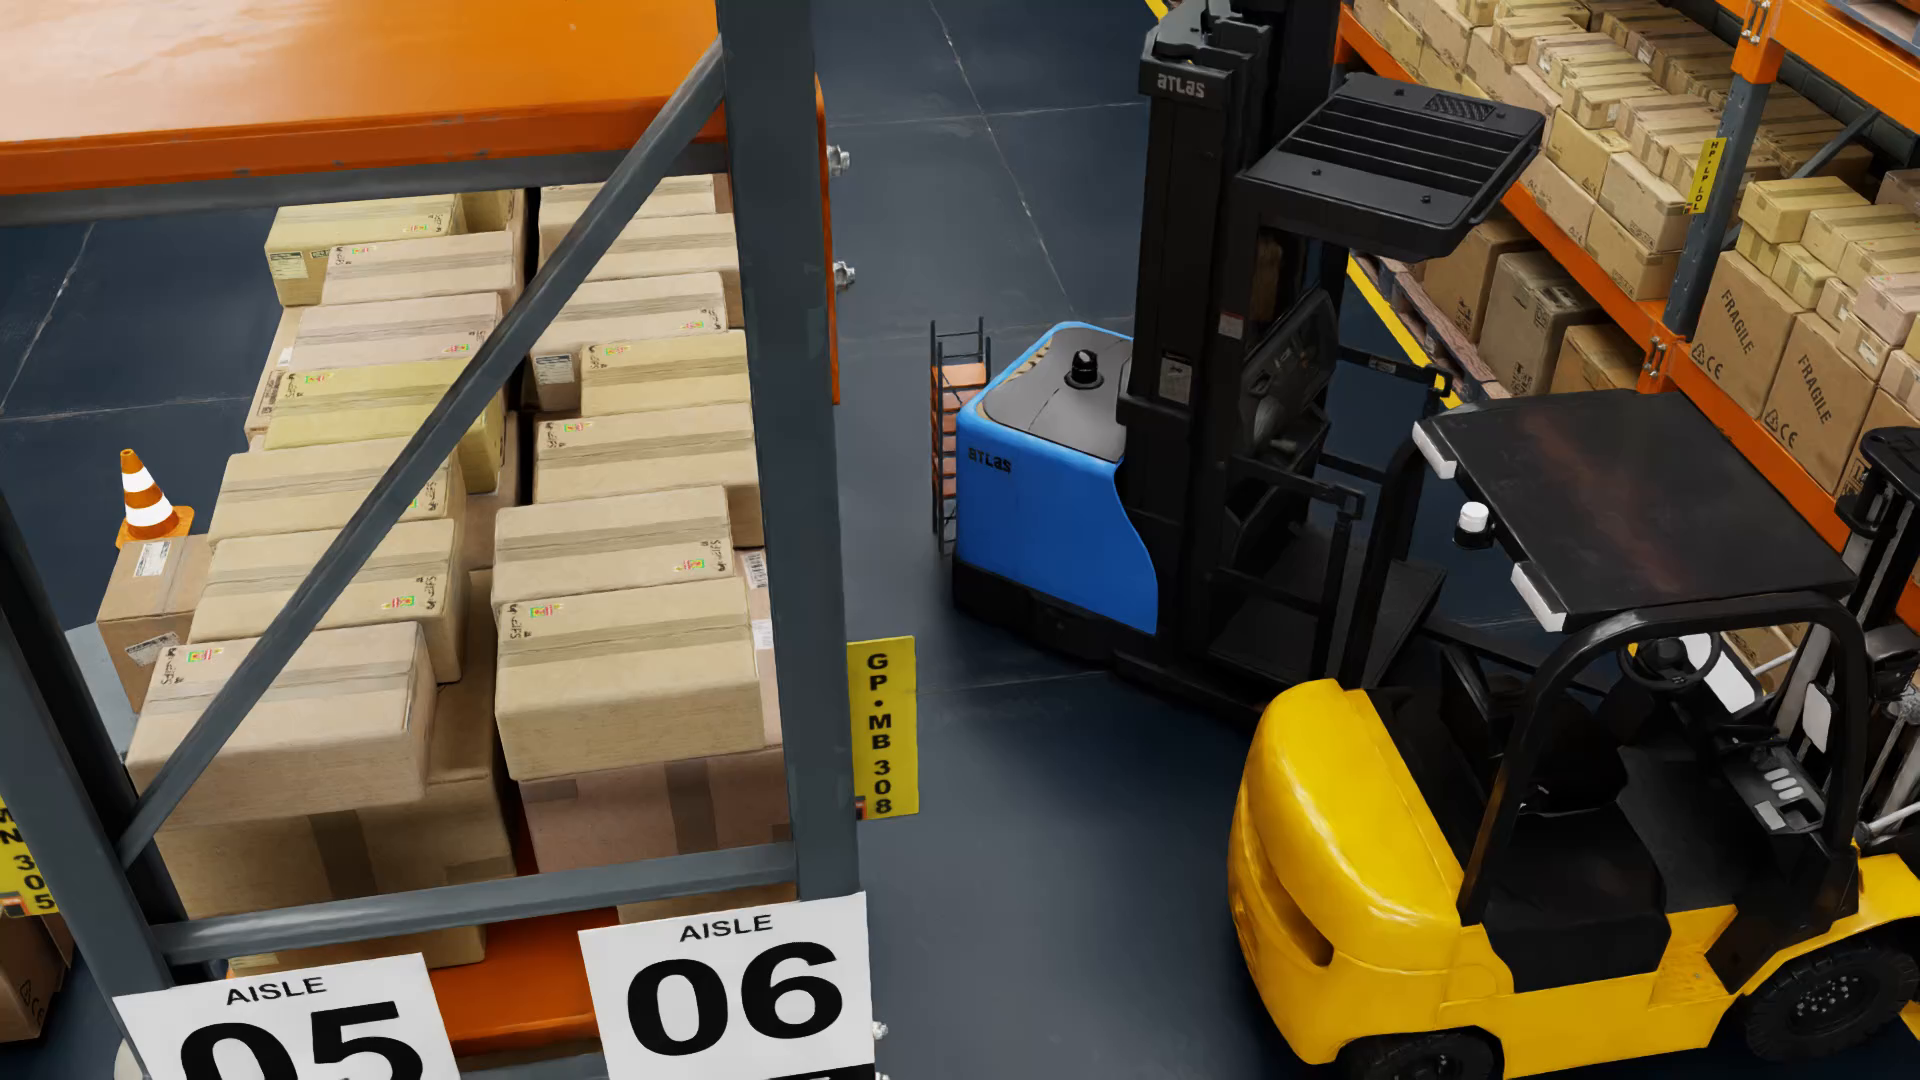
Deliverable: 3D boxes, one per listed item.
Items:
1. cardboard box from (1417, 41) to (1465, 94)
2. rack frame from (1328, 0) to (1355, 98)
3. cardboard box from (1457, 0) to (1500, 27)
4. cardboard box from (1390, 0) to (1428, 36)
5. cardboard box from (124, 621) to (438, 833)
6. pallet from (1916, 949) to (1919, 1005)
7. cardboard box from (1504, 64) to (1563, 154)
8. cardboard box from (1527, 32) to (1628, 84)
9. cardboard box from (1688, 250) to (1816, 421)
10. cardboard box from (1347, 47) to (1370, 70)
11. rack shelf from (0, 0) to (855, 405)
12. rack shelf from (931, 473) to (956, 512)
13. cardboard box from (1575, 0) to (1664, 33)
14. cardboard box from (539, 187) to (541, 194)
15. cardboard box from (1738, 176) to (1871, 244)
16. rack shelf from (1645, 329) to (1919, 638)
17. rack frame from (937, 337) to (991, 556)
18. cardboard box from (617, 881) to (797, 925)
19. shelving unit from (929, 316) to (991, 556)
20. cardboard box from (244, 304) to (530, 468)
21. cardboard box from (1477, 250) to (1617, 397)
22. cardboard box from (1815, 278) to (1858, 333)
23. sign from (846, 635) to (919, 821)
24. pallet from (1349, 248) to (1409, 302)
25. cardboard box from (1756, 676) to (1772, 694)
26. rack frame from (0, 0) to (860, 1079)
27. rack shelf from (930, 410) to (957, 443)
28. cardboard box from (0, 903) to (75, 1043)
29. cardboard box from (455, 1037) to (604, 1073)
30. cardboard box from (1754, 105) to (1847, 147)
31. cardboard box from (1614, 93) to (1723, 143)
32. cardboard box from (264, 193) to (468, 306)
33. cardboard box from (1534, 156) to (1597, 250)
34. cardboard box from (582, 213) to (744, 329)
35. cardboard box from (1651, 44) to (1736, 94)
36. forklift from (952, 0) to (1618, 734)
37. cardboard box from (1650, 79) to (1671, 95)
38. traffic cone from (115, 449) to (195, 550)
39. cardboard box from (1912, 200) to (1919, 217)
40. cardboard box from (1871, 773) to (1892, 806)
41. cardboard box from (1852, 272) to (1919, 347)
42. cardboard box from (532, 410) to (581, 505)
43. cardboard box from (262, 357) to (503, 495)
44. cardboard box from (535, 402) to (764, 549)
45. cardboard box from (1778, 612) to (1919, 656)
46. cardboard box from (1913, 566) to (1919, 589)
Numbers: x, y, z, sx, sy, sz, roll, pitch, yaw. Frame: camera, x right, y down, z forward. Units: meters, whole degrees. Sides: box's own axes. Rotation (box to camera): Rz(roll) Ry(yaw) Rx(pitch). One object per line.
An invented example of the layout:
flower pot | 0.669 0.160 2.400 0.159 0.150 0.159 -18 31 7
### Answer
cardboard box | 2.860 -2.555 9.116 0.500 0.250 0.500 -7 38 -9
rack frame | 2.842 -3.523 10.240 1.000 3.000 0.127 -6 38 -8
cardboard box | 2.845 -2.816 8.720 0.380 0.149 0.250 -5 38 -7
cardboard box | 2.766 -3.065 9.364 0.500 0.250 0.500 -5 38 -7
cardboard box | -0.991 0.272 2.465 0.380 0.149 0.250 -6 38 -8
pallet | 3.859 1.217 6.411 1.003 0.211 1.213 -6 38 -8
cardboard box | 3.025 -2.134 8.166 0.500 0.250 0.500 -6 38 -7
cardboard box | 3.012 -2.354 8.125 0.380 0.149 0.250 -6 38 -8
cardboard box | 3.364 -0.851 6.718 0.500 0.500 0.500 -7 38 -9
cardboard box | 2.506 -3.229 11.028 0.380 0.149 0.250 -8 39 -10
rack shelf | -0.992 -1.447 3.266 1.077 0.370 4.000 -6 38 -8
rack shelf | 0.003 -0.240 7.945 0.258 0.103 0.180 -6 38 -8
cardboard box | 3.387 -2.719 8.595 0.380 0.149 0.250 -5 38 -7
cardboard box | -0.835 -0.962 4.378 0.500 0.250 0.500 -7 38 -9
cardboard box | 3.307 -1.296 6.520 0.380 0.149 0.250 -5 38 -7
rack shelf | 3.894 0.385 5.796 1.077 0.370 4.000 -6 38 -8
rack frame | 0.019 -0.410 7.699 0.240 1.200 0.006 -6 38 -8
cardboard box | -0.380 0.524 2.790 0.380 0.149 0.250 -6 38 -8
shelving unit | 0.003 -0.465 7.771 0.258 1.200 0.189 -6 38 -8
cardboard box | -1.179 -0.295 3.519 0.500 0.250 0.500 -5 38 -7
cardboard box | 3.313 -1.119 8.738 0.875 0.625 0.625 -7 38 -8
cardboard box | 3.461 -0.872 6.217 0.380 0.149 0.250 -6 38 -8
sign | -0.107 0.257 2.217 0.100 0.325 0.005 -6 38 -8
pallet | 2.948 -1.921 10.450 1.003 0.211 1.213 -6 38 -8
cardboard box | 3.512 0.754 6.633 0.500 0.250 0.500 -6 38 -7
rack frame | -0.641 -0.524 1.490 1.000 3.000 0.127 -6 38 -8
rack shelf | 0.003 -0.525 7.724 0.258 0.103 0.180 -6 38 -8
cardboard box | -3.614 1.424 5.796 0.797 0.637 0.503 -6 38 -8
cardboard box | -0.946 1.008 3.269 0.700 0.500 0.500 -7 38 -9
cardboard box | 3.698 -1.806 7.419 0.380 0.149 0.250 -7 38 -9
cardboard box | 3.211 -1.893 7.531 0.380 0.149 0.250 -6 38 -8
cardboard box | -1.293 -0.651 3.652 0.380 0.149 0.250 -5 38 -7
cardboard box | 3.104 -1.627 7.922 0.500 0.250 0.500 -6 38 -8
cardboard box | -0.619 -0.566 3.543 0.380 0.149 0.250 -5 38 -7
cardboard box | 3.571 -2.262 8.006 0.380 0.149 0.250 -6 38 -8
forklift | 1.487 -0.621 6.560 3.031 2.935 1.130 21 42 25
cardboard box | 3.550 -2.195 8.246 0.500 0.250 0.500 -7 38 -9
traffic cone | -3.974 -0.235 8.076 0.336 0.463 0.334 -6 38 -8
cardboard box | 3.900 -1.204 6.402 0.380 0.149 0.250 -7 38 -9
cardboard box | 3.579 0.855 6.096 0.500 0.250 0.500 -6 38 -8
cardboard box | 3.440 -0.828 5.918 0.380 0.149 0.250 -5 38 -7
cardboard box | -0.546 -0.036 3.185 0.500 0.250 0.500 -7 38 -9
cardboard box | -1.055 -0.199 3.071 0.380 0.149 0.250 -6 38 -8
cardboard box | -0.546 -0.100 2.944 0.380 0.149 0.250 -6 38 -8
cardboard box | 3.498 0.353 6.335 0.500 0.250 0.500 -5 38 -6
cardboard box | 3.629 0.074 5.528 0.500 0.500 0.500 -6 38 -8
